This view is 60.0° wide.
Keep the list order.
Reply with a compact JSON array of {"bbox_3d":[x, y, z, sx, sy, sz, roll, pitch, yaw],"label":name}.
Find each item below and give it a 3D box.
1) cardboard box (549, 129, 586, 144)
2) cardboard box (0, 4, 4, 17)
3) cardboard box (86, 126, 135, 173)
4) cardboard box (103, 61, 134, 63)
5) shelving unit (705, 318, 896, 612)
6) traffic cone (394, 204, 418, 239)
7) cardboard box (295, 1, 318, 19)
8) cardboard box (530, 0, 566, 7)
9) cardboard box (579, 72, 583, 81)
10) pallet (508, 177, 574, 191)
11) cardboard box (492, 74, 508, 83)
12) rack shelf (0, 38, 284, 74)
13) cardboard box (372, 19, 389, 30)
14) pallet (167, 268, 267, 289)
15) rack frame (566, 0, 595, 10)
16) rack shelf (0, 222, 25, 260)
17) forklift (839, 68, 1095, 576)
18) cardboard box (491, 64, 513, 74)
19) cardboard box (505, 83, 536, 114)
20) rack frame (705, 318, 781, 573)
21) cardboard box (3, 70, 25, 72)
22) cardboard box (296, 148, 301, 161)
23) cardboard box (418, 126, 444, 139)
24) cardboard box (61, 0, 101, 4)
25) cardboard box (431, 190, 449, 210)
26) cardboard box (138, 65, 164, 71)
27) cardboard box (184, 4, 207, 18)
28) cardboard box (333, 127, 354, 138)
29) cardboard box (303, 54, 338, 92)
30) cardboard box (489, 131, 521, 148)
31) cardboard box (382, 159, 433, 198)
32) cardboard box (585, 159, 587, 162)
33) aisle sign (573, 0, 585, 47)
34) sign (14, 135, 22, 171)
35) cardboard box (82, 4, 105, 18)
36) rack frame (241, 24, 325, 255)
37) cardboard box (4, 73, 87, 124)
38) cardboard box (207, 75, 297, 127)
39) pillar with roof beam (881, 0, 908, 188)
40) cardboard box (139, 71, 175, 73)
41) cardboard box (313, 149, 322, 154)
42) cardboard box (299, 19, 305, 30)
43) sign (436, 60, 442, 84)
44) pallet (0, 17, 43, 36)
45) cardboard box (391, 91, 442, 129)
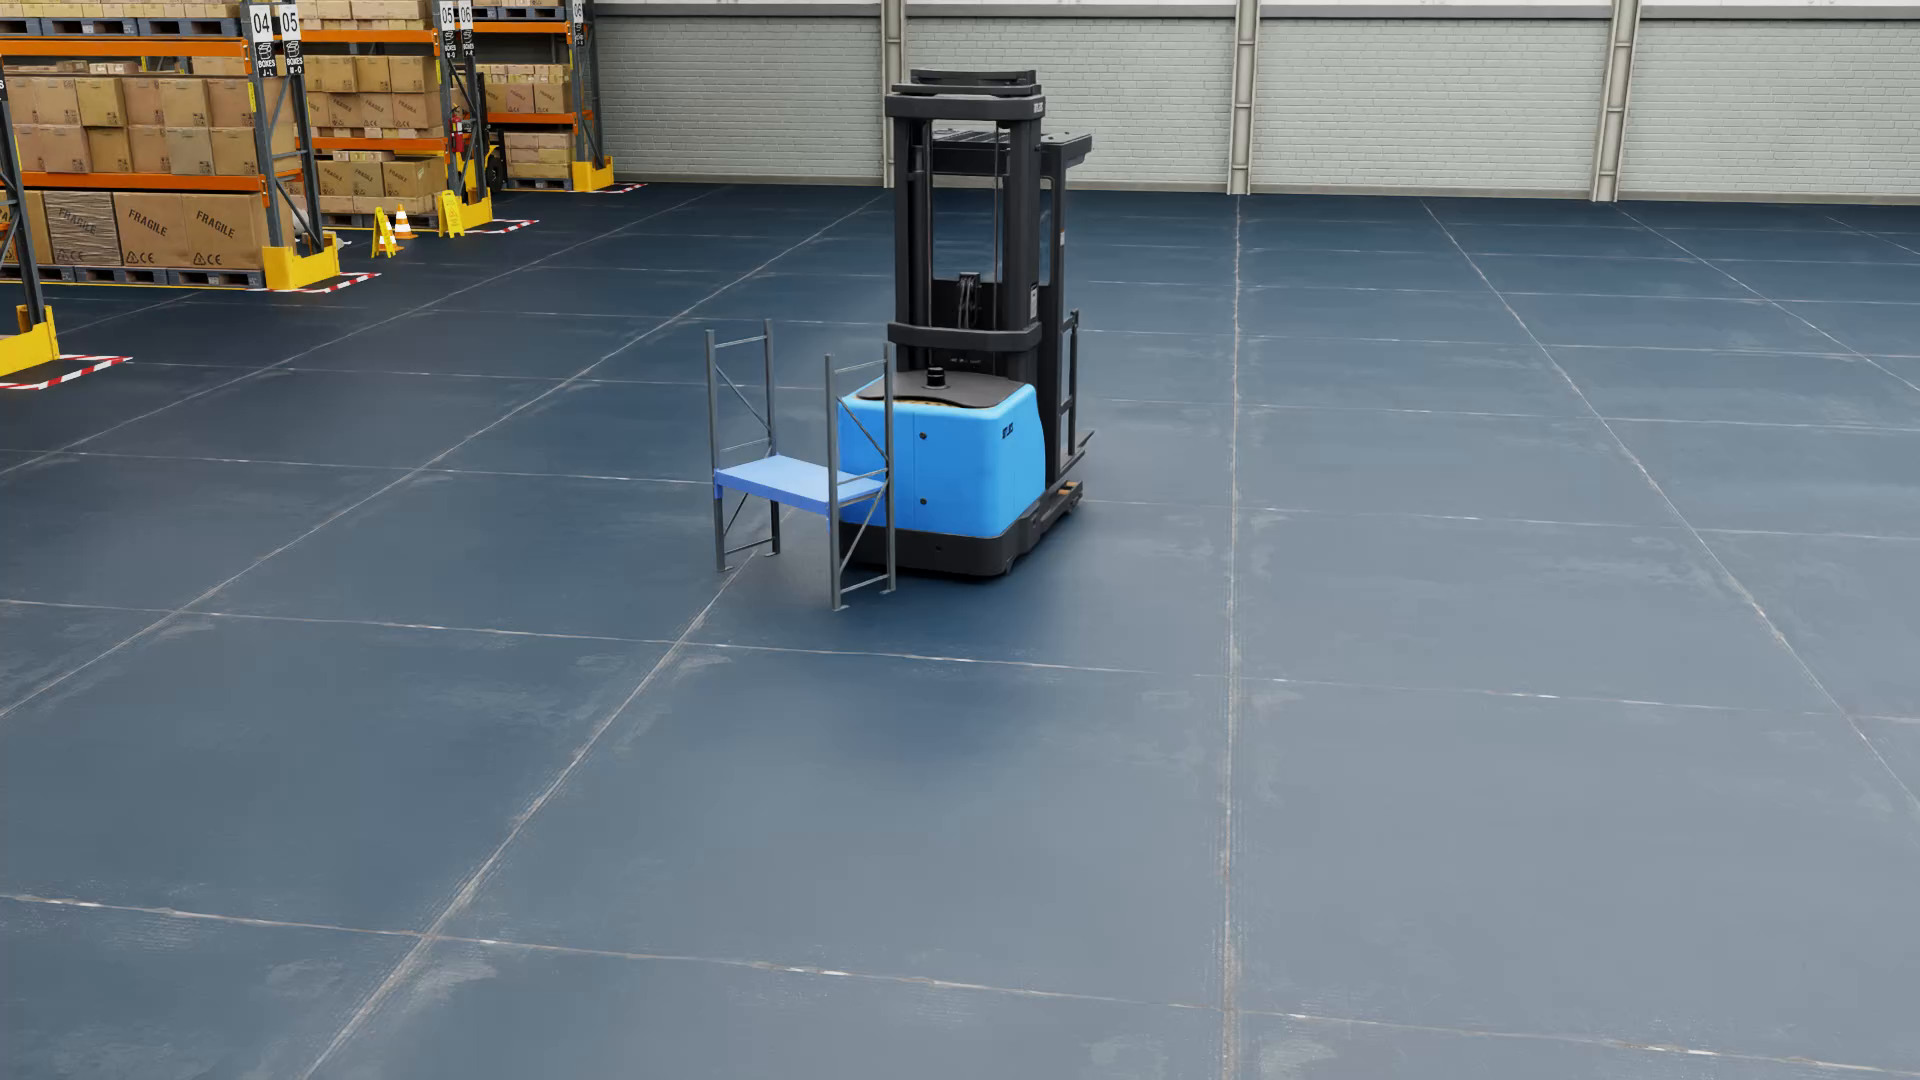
[{"bbox_3d":[-6.955,-7.126,29.468,0.500,0.250,0.500,3,19,8],"label":"cardboard box"},{"bbox_3d":[-11.122,-6.163,19.343,0.250,0.149,0.380,3,19,9],"label":"cardboard box"},{"bbox_3d":[-9.963,-4.739,20.004,0.500,0.550,0.875,3,19,9],"label":"cardboard box"},{"bbox_3d":[-12.741,-7.171,25.197,0.250,0.149,0.380,4,19,12],"label":"cardboard box"},{"bbox_3d":[-0.939,-0.465,9.828,1.048,1.500,0.538,16,24,39],"label":"shelving unit"},{"bbox_3d":[-7.924,-4.532,23.618,0.334,0.463,0.336,3,19,9],"label":"traffic cone"},{"bbox_3d":[-9.351,-7.626,23.909,0.500,0.250,0.500,3,19,9],"label":"cardboard box"},{"bbox_3d":[-6.986,-9.335,28.271,0.500,0.500,0.500,4,19,10],"label":"cardboard box"},{"bbox_3d":[-6.805,-8.126,29.182,0.250,0.149,0.380,2,19,7],"label":"cardboard box"},{"bbox_3d":[-7.272,-6.376,29.526,1.213,0.211,1.003,3,19,9],"label":"pallet"},{"bbox_3d":[-7.915,-8.008,28.829,0.250,0.149,0.380,2,19,7],"label":"cardboard box"},{"bbox_3d":[-9.954,-5.744,19.648,4.000,0.370,1.077,3,19,9],"label":"rack shelf"},{"bbox_3d":[-8.199,-7.378,23.793,0.250,0.149,0.380,3,19,10],"label":"cardboard box"},{"bbox_3d":[-8.782,-3.255,20.199,1.213,0.211,1.003,3,19,9],"label":"pallet"},{"bbox_3d":[-6.511,-10.518,28.055,0.127,3.000,1.000,3,19,9],"label":"rack frame"},{"bbox_3d":[-10.841,-2.772,15.495,4.000,0.370,1.077,3,19,9],"label":"rack shelf"},{"bbox_3d":[0.213,-1.605,10.982,1.130,2.935,3.031,6,19,18],"label":"forklift"},{"bbox_3d":[-7.918,-8.142,28.762,0.250,0.149,0.380,3,19,10],"label":"cardboard box"},{"bbox_3d":[-7.549,-7.692,28.906,0.500,0.500,0.500,4,19,10],"label":"cardboard box"},{"bbox_3d":[-1.317,-0.573,10.150,0.032,1.500,0.500,16,24,39],"label":"rack frame"},{"bbox_3d":[-14.700,-6.972,25.625,0.500,0.500,0.500,2,19,7],"label":"cardboard box"},{"bbox_3d":[-9.816,-5.700,24.579,0.250,0.149,0.380,4,19,12],"label":"cardboard box"},{"bbox_3d":[-7.698,-5.950,24.255,0.250,0.149,0.380,4,19,10],"label":"cardboard box"},{"bbox_3d":[-9.994,-6.314,19.168,0.500,0.250,0.500,3,19,9],"label":"cardboard box"},{"bbox_3d":[-8.047,-5.140,25.109,0.500,0.250,0.500,3,19,8],"label":"cardboard box"},{"bbox_3d":[-14.893,-8.397,30.352,0.500,0.500,0.500,4,19,11],"label":"cardboard box"},{"bbox_3d":[-8.610,-6.035,18.962,0.250,0.149,0.380,3,19,9],"label":"cardboard box"},{"bbox_3d":[-8.972,-5.993,24.382,0.250,0.149,0.380,3,19,8],"label":"cardboard box"},{"bbox_3d":[-9.322,-6.827,24.278,0.500,0.500,0.700,3,19,8],"label":"cardboard box"},{"bbox_3d":[-8.020,-7.014,29.133,0.500,0.250,0.500,3,19,9],"label":"cardboard box"},{"bbox_3d":[-8.127,-5.327,24.486,0.500,0.500,0.500,3,19,9],"label":"cardboard box"},{"bbox_3d":[-6.965,-6.654,29.634,0.500,0.250,0.500,3,19,9],"label":"cardboard box"},{"bbox_3d":[-6.493,-8.810,28.310,0.004,0.787,0.394,3,19,9],"label":"aisle sign"},{"bbox_3d":[-8.780,-3.593,15.451,0.005,0.325,0.100,3,19,9],"label":"sign"},{"bbox_3d":[-9.868,-6.099,19.153,0.250,0.149,0.380,3,19,9],"label":"cardboard box"},{"bbox_3d":[-7.980,-4.562,19.709,0.127,3.000,1.000,3,19,9],"label":"rack frame"},{"bbox_3d":[-11.009,-5.326,20.054,0.550,0.550,0.875,3,19,9],"label":"cardboard box"},{"bbox_3d":[-8.340,-5.176,19.606,0.550,0.550,0.875,3,19,9],"label":"cardboard box"},{"bbox_3d":[-1.814,-9.184,24.071,0.400,9.000,9.100,3,19,9],"label":"pillar with roof beam"},{"bbox_3d":[-12.156,-6.845,25.245,0.500,0.500,0.500,3,19,9],"label":"cardboard box"},{"bbox_3d":[-11.742,-7.011,30.111,0.625,0.625,0.875,3,19,8],"label":"cardboard box"},{"bbox_3d":[-9.450,-7.452,24.015,0.250,0.149,0.380,3,19,9],"label":"cardboard box"},{"bbox_3d":[-7.402,-6.644,23.609,0.005,0.325,0.100,3,19,9],"label":"sign"},{"bbox_3d":[-11.123,-6.099,19.716,1.213,0.211,1.003,3,19,9],"label":"pallet"},{"bbox_3d":[-7.874,-6.247,24.120,0.500,0.500,0.500,3,19,8],"label":"cardboard box"}]
